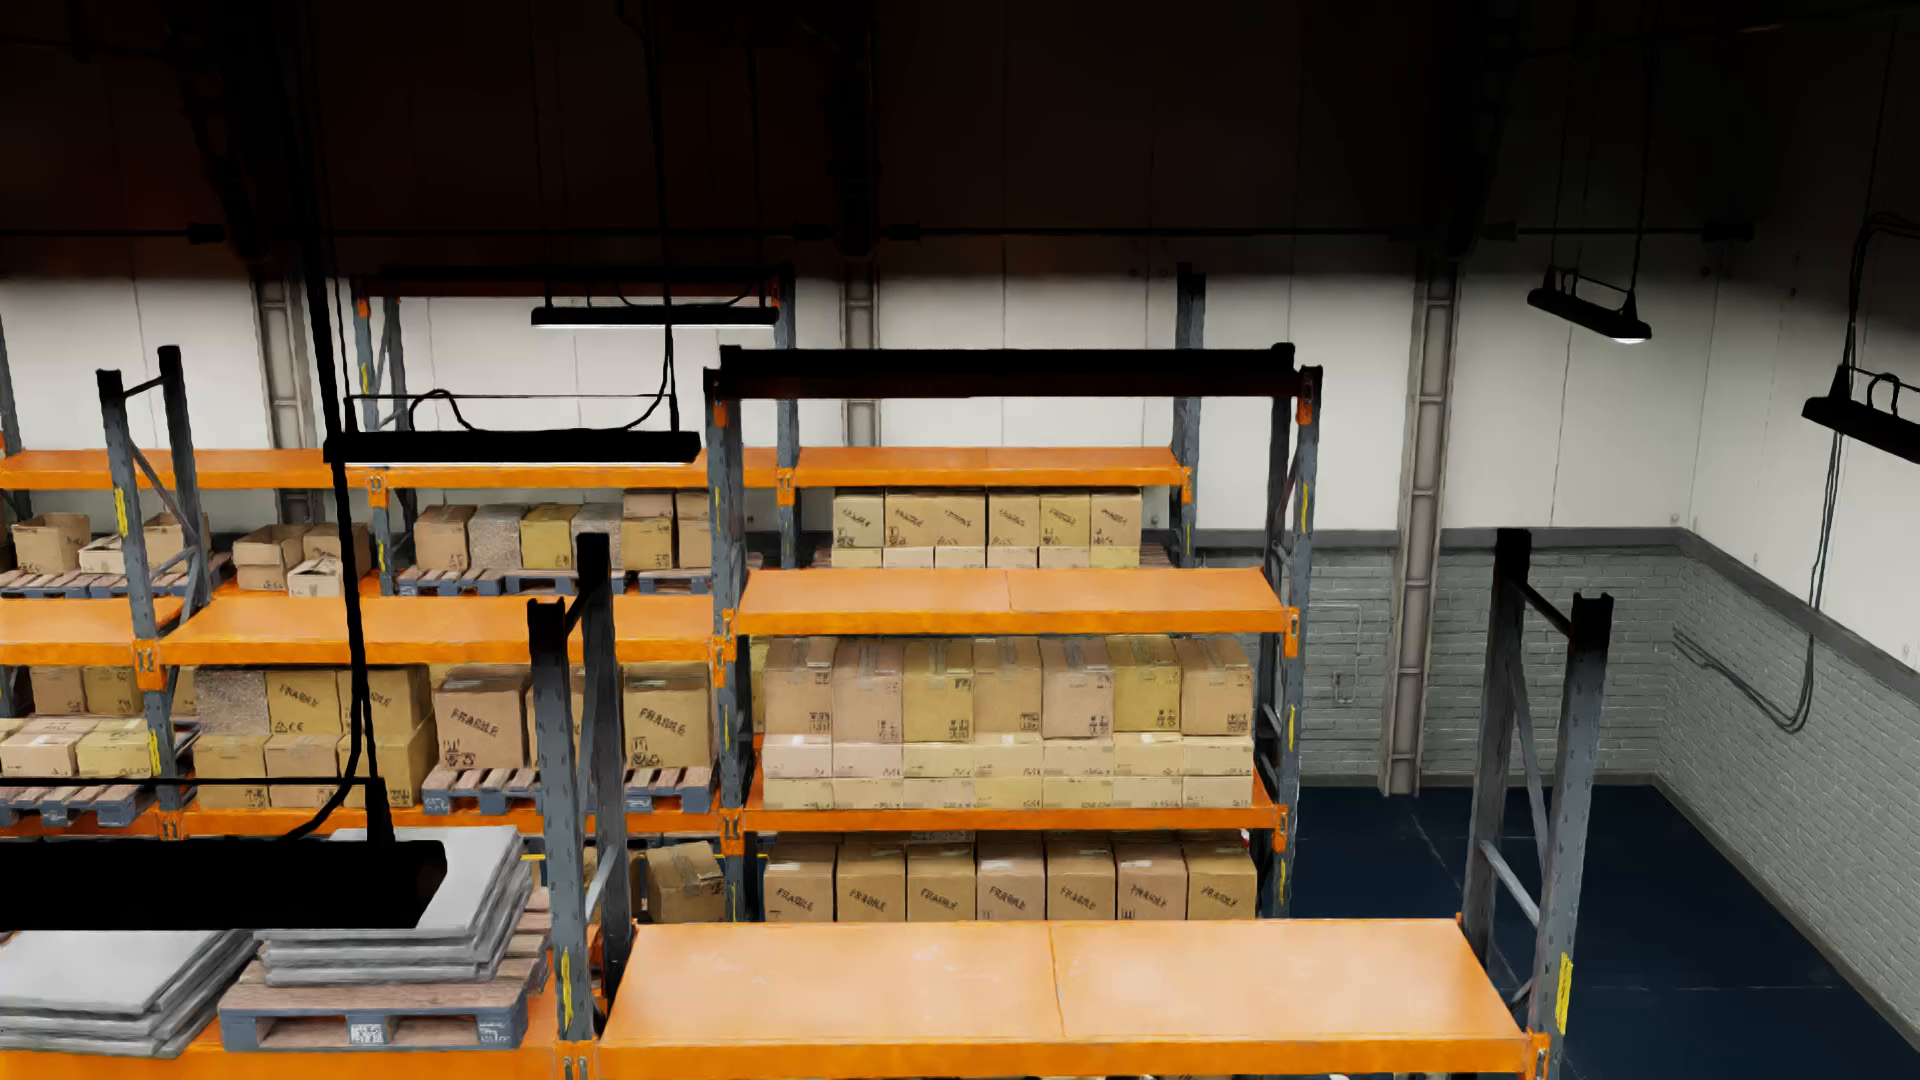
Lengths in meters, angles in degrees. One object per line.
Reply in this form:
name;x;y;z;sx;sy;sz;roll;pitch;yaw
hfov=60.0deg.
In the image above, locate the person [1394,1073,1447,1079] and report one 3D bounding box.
person;3.487;3.818;12.453;0.731;1.653;0.563;10;19;32
